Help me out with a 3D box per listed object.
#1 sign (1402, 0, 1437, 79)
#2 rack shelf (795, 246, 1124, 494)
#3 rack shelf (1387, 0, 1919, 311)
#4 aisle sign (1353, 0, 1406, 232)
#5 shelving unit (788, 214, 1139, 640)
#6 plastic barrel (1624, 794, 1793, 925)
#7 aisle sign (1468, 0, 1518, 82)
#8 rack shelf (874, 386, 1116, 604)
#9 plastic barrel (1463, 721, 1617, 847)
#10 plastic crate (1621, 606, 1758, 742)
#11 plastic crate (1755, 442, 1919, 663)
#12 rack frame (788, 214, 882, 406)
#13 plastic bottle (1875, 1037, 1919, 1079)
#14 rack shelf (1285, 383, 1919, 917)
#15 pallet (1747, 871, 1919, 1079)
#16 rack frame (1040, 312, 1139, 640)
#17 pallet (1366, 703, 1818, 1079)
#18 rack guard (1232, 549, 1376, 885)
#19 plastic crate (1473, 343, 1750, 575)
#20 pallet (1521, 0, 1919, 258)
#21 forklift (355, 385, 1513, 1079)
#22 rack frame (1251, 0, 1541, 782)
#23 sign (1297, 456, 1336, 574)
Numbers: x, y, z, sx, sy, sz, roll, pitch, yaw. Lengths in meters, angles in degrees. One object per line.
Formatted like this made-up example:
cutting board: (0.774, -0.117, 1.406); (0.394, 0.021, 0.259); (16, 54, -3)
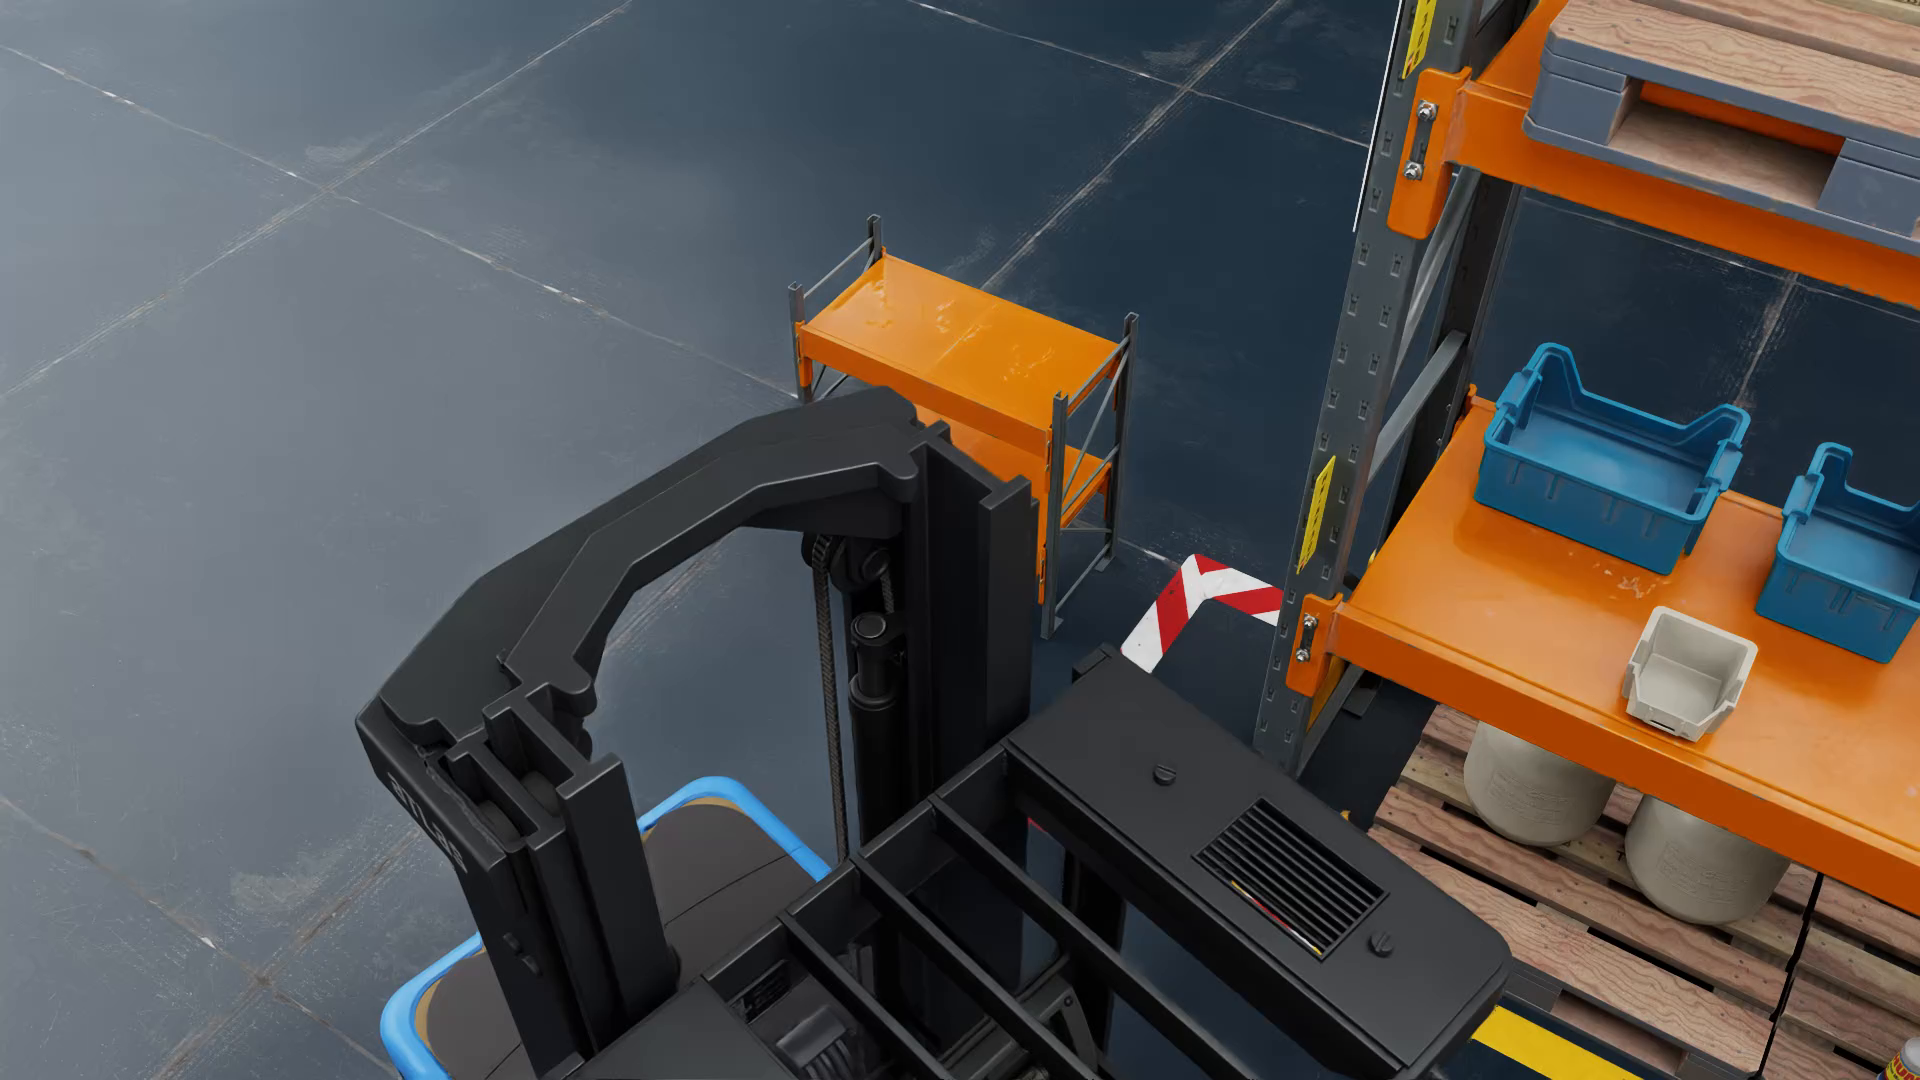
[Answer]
sign: (0.860, -1.009, 3.041); (0.005, 0.325, 0.100); (25, 51, 22)
rack shelf: (0.006, -0.593, 5.634); (1.000, 0.278, 0.538); (25, 51, 22)
rack shelf: (2.845, -0.312, 2.871); (4.000, 0.370, 1.077); (25, 51, 22)
aisle sign: (0.942, -1.048, 3.364); (0.004, 0.787, 0.394); (25, 51, 22)
shelving unit: (0.006, -0.389, 5.844); (1.048, 1.125, 0.538); (25, 51, 22)
plastic barrel: (2.178, 0.832, 4.792); (0.421, 0.512, 0.421); (0, 46, 0)
aisle sign: (1.261, -1.404, 3.711); (0.004, 0.787, 0.394); (25, 51, 22)
rack shelf: (0.006, -0.219, 6.019); (1.000, 0.278, 0.538); (25, 51, 22)
plastic barrel: (1.756, 0.638, 4.980); (0.421, 0.512, 0.421); (0, 46, 0)
plastic crate: (1.741, 0.341, 4.011); (0.250, 0.136, 0.298); (25, 51, 22)
plastic crate: (2.287, 0.029, 4.234); (0.408, 0.251, 0.499); (25, 51, 22)
rack frame: (-0.422, -0.586, 6.035); (0.032, 1.125, 0.500); (25, 51, 22)
plastic bottle: (2.519, 1.396, 4.397); (0.097, 0.271, 0.097); (0, 46, 0)
rack shelf: (2.845, 0.734, 3.947); (4.000, 0.370, 1.077); (25, 51, 22)
pallet: (2.954, 1.472, 4.672); (1.213, 0.211, 1.003); (25, 51, 22)
rack frame: (0.434, -0.193, 5.653); (0.032, 1.125, 0.500); (25, 51, 22)
pallet: (1.931, 0.999, 5.132); (1.213, 0.211, 1.003); (25, 51, 22)
rack guard: (1.250, 0.581, 5.337); (0.348, 0.500, 1.175); (25, 51, 22)
plastic crate: (1.744, -0.226, 4.482); (0.616, 0.251, 0.499); (25, 51, 22)
pallet: (1.805, -0.891, 3.065); (1.213, 0.211, 1.003); (25, 51, 22)
forklift: (0.055, 1.301, 2.942); (1.130, 2.935, 3.031); (-34, 55, -29)
rack frame: (1.161, -0.291, 4.442); (0.127, 3.000, 1.000); (25, 51, 22)
sign: (0.860, -0.057, 4.021); (0.005, 0.325, 0.100); (25, 51, 22)
